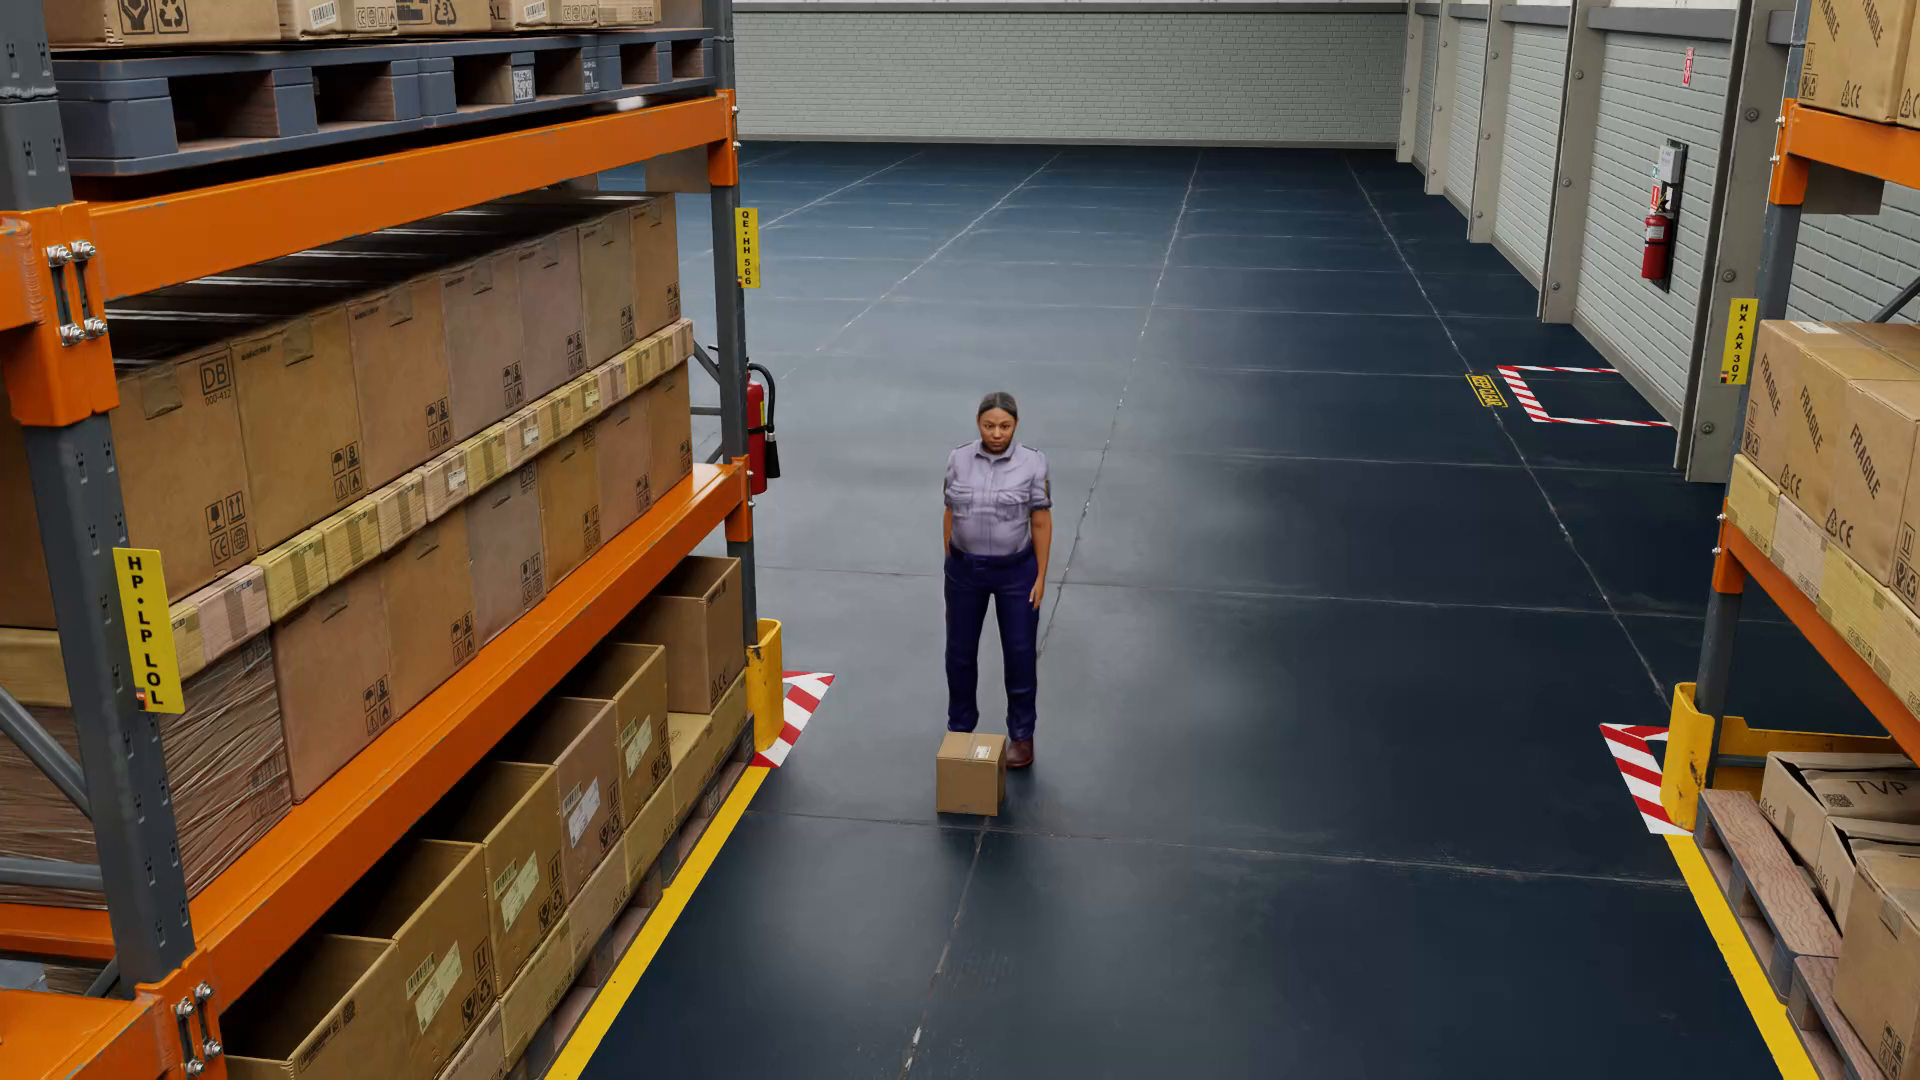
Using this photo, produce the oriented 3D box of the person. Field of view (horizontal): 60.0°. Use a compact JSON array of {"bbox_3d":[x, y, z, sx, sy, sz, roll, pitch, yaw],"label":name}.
[{"bbox_3d":[0.154,0.165,7.091,0.470,1.648,0.341,3,18,10],"label":"person"}]
